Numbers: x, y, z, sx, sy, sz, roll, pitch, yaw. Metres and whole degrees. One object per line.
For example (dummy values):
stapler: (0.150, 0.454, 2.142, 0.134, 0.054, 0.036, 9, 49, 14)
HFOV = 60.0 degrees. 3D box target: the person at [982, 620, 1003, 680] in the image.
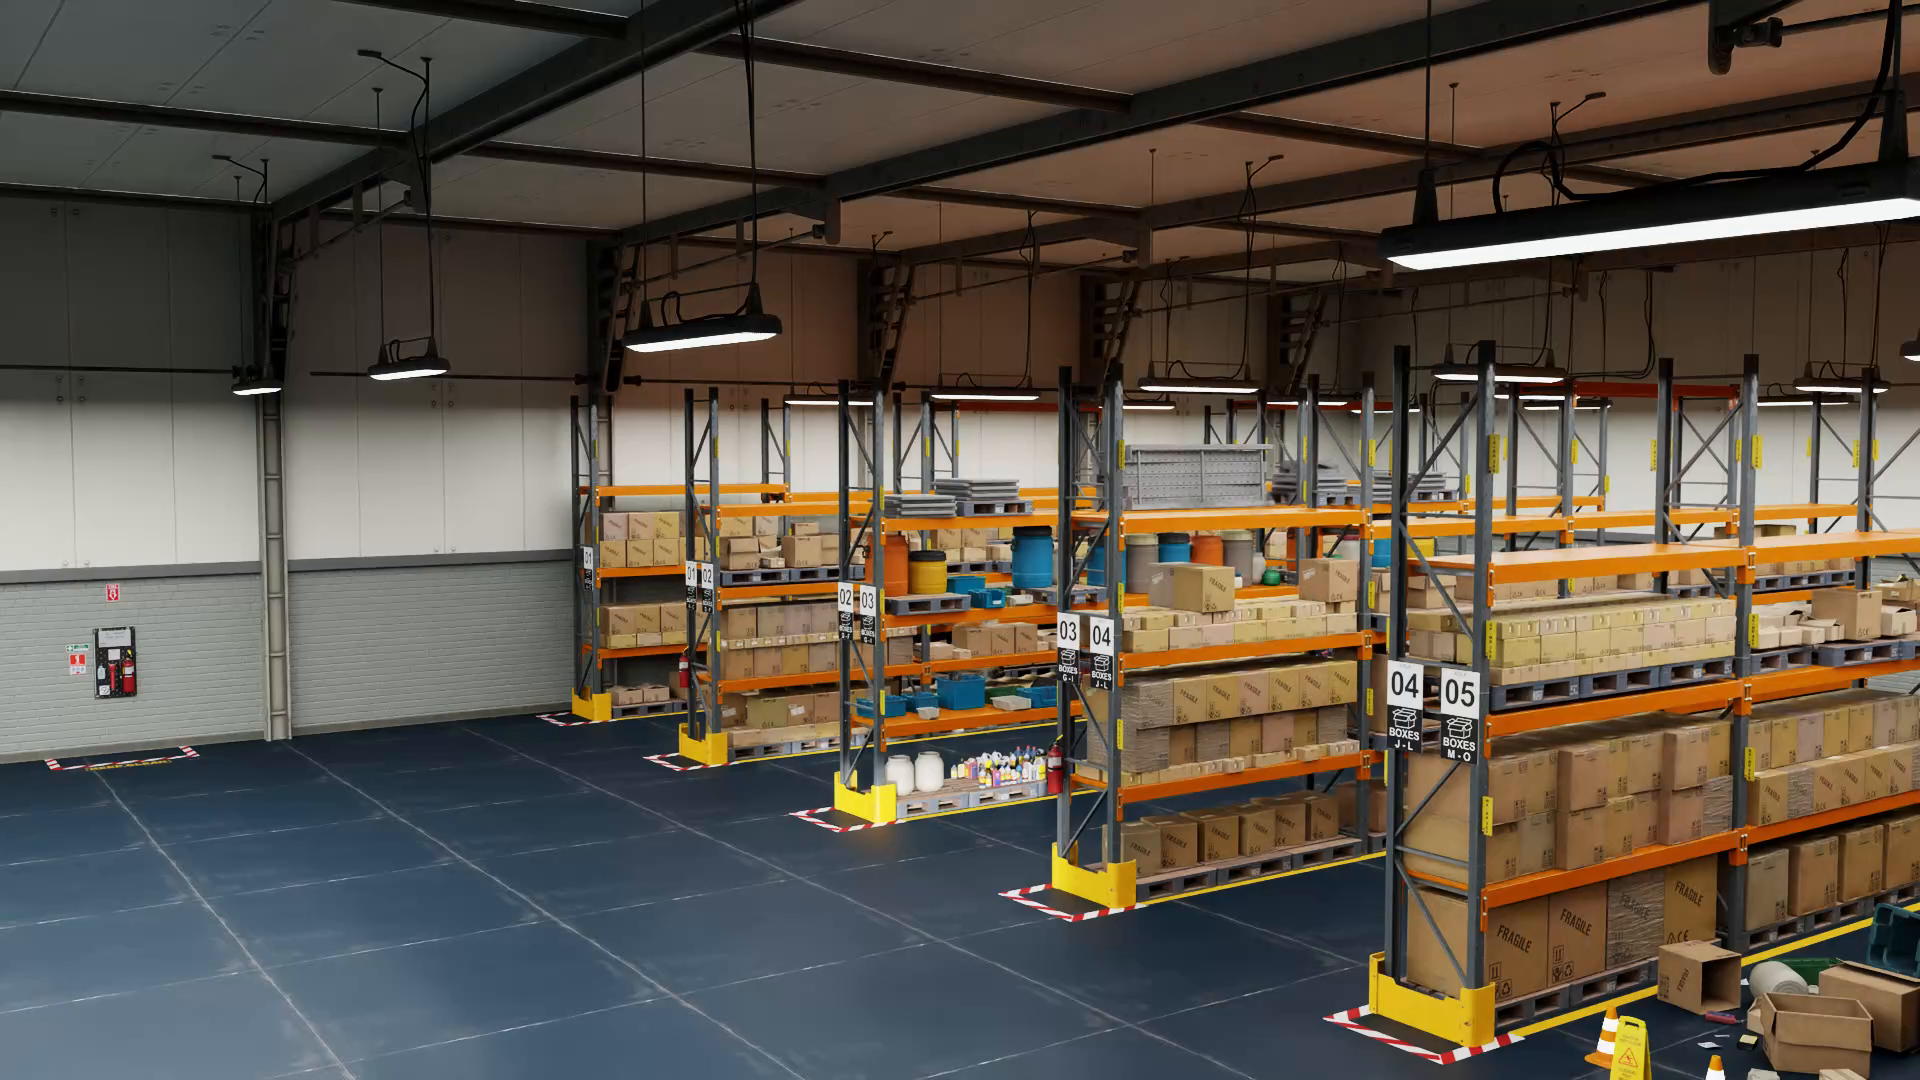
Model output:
person: (0.655, 2.222, 33.610, 0.463, 1.656, 0.448, 0, 3, 5)
